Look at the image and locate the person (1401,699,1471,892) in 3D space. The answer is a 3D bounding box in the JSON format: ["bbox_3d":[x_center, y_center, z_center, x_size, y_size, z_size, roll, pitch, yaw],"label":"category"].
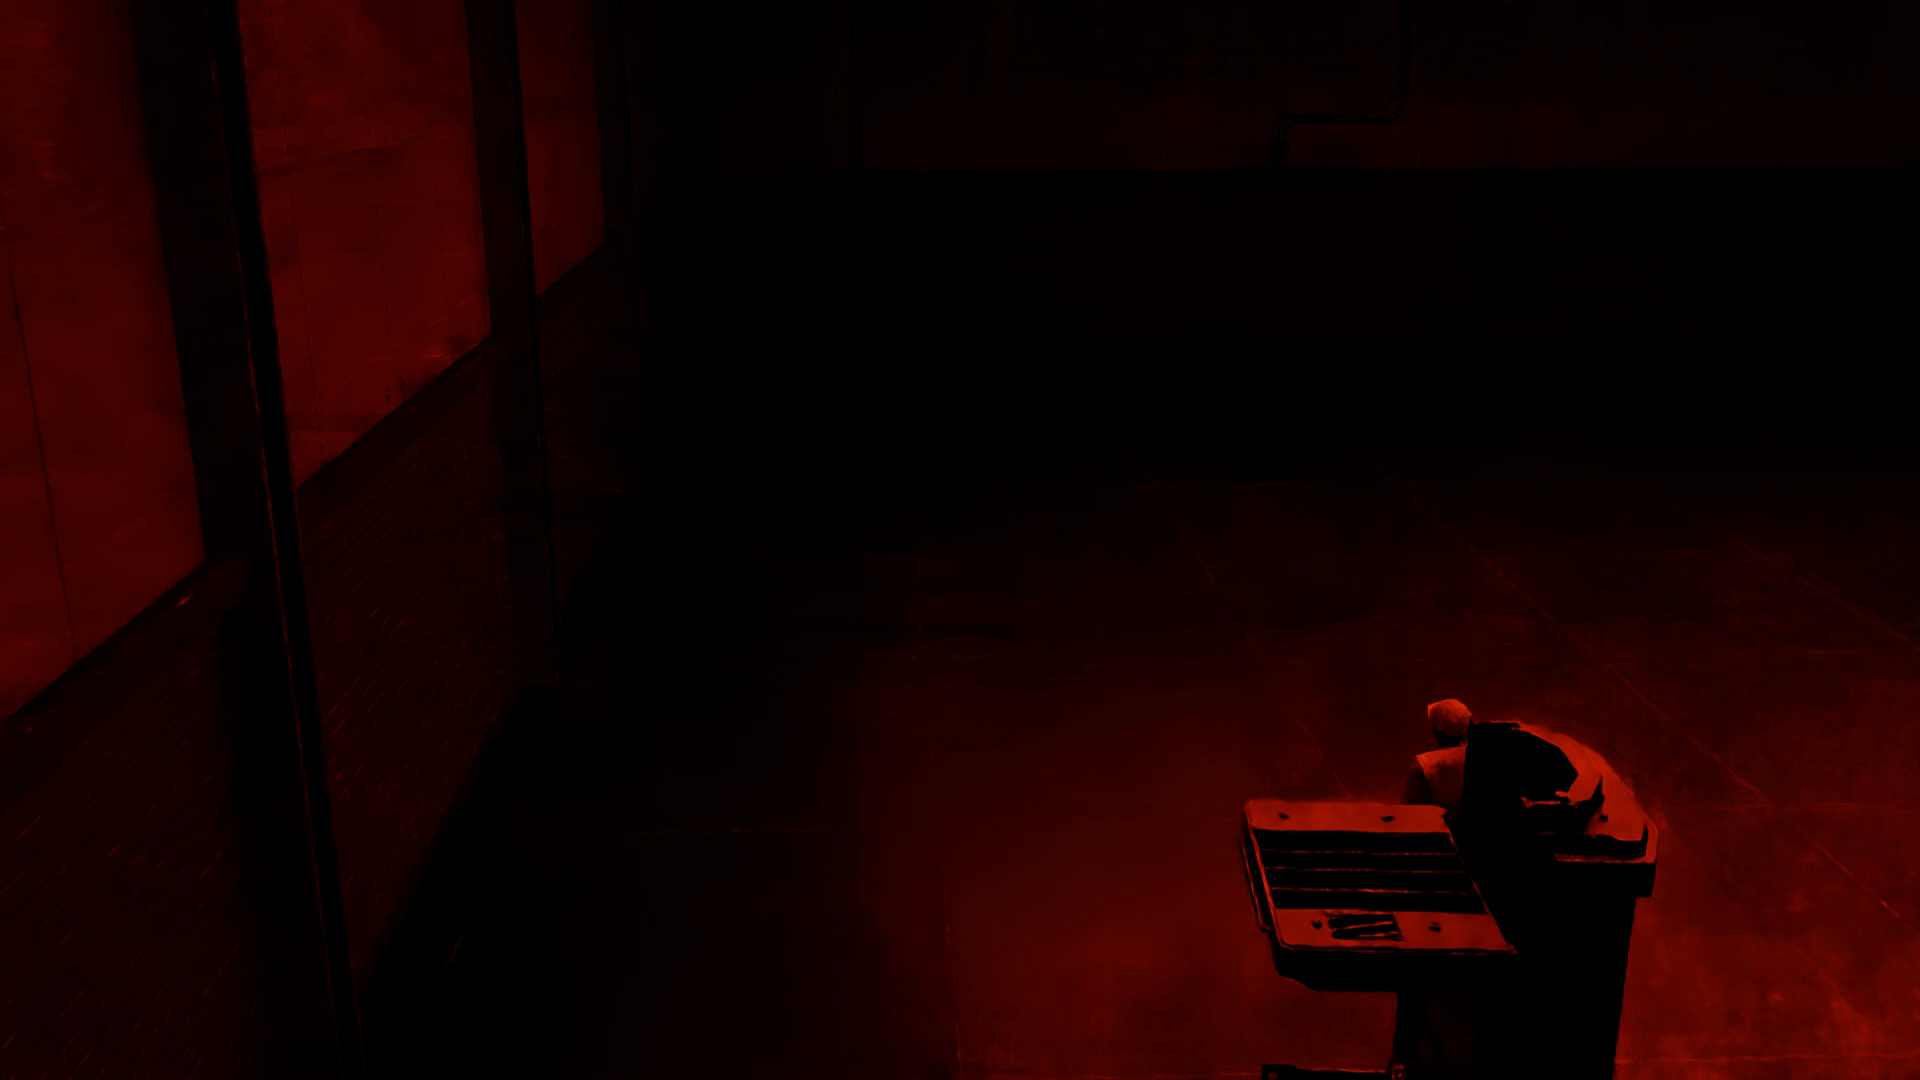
[{"bbox_3d":[0.630,-1.854,6.906,0.656,1.782,0.577,-3,17,-11],"label":"person"}]

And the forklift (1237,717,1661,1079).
[{"bbox_3d":[-0.607,-1.396,3.472,3.031,2.935,1.130,1,17,3],"label":"forklift"}]
